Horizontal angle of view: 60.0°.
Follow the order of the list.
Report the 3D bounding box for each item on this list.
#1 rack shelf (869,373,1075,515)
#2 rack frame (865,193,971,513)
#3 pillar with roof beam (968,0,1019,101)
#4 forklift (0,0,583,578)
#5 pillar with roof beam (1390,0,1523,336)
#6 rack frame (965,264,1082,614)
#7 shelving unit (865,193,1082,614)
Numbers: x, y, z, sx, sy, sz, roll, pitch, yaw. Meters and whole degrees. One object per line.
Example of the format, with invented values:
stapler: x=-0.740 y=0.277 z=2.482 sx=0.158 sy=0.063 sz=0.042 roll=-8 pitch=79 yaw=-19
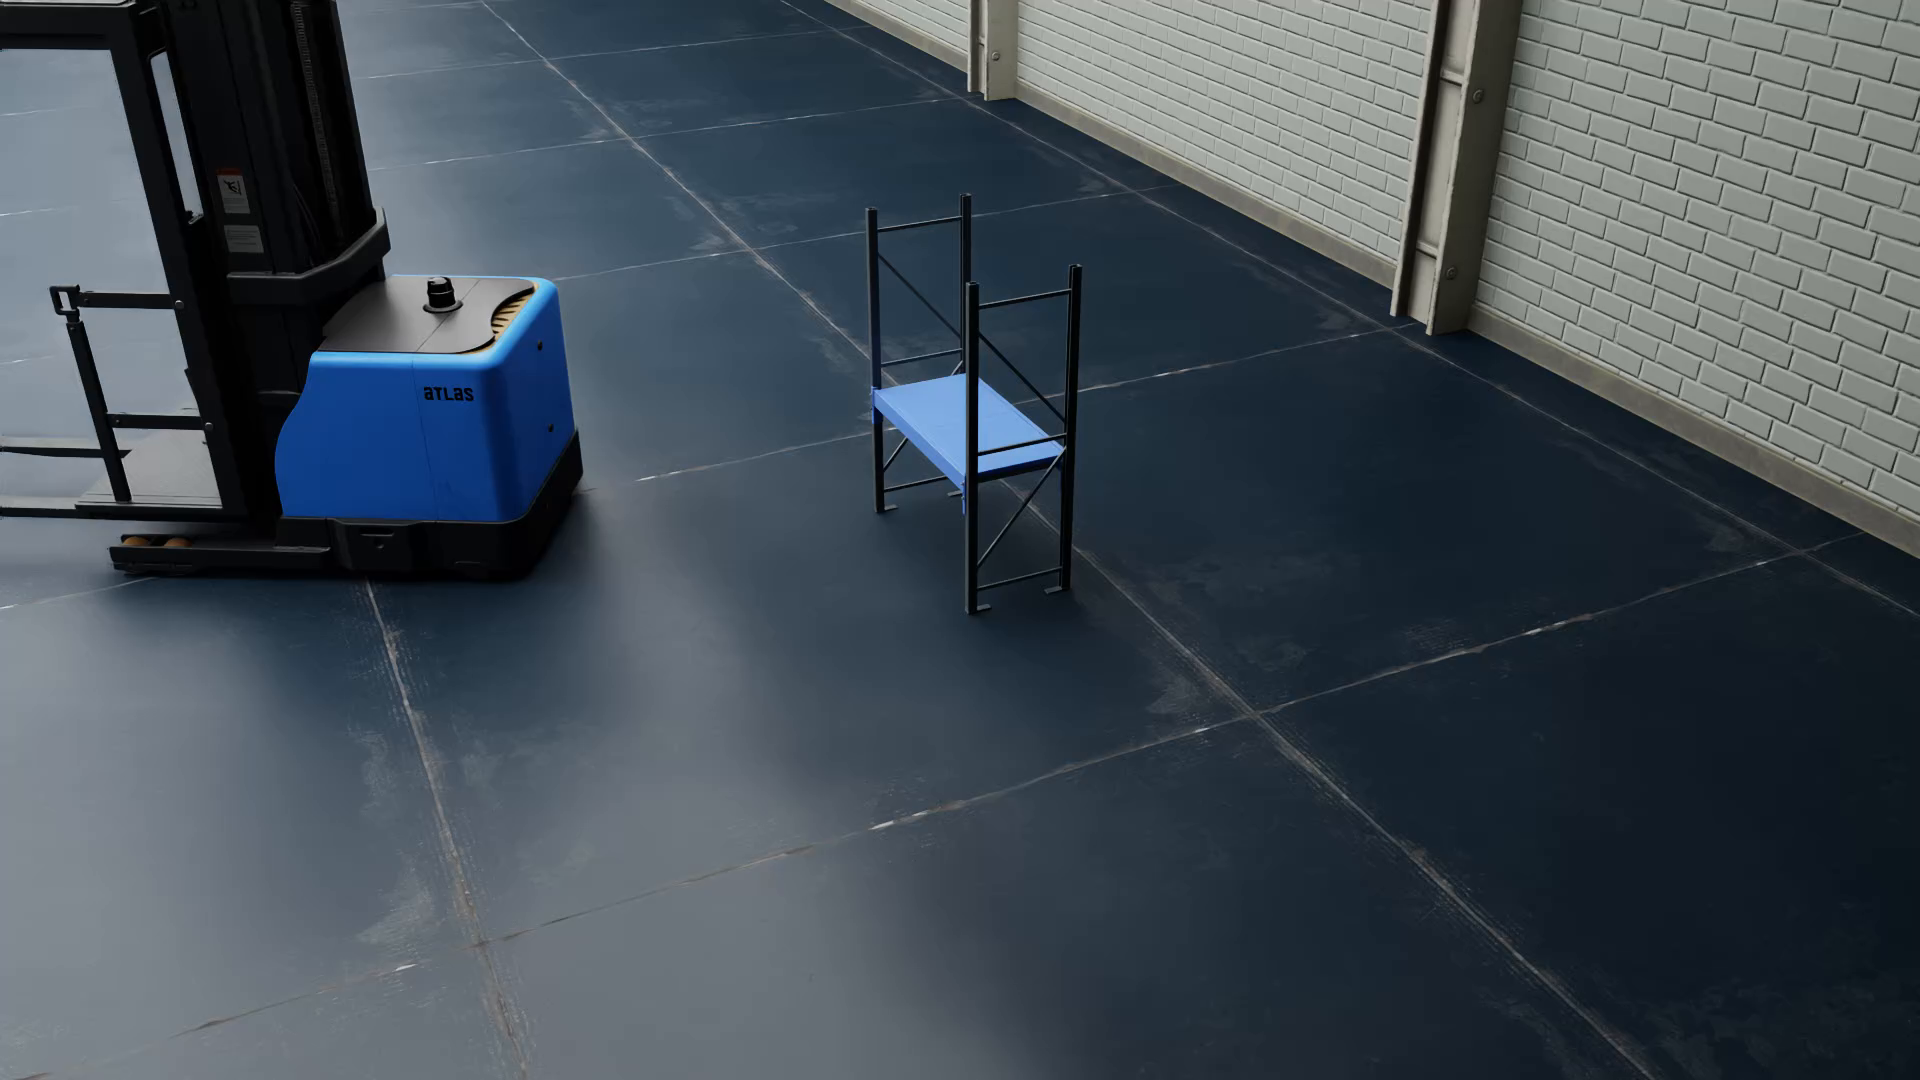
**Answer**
rack shelf: x=0.037 y=-0.460 z=7.404 sx=0.538 sy=0.185 sz=1.000 roll=-13 pitch=32 yaw=-22
rack frame: x=-0.182 y=-0.841 z=7.716 sx=0.500 sy=1.500 sz=0.032 roll=-13 pitch=32 yaw=-22
pillar with roof beam: x=-3.598 y=-7.010 z=11.050 sx=9.100 sy=9.000 sz=0.400 roll=-13 pitch=32 yaw=-22
forklift: x=-3.392 y=-1.374 z=7.203 sx=3.031 sy=2.935 sz=1.130 roll=2 pitch=29 yaw=3
pillar with roof beam: x=-1.022 y=-4.359 z=6.324 sx=9.100 sy=9.000 sz=0.400 roll=-13 pitch=32 yaw=-22
rack frame: x=0.255 y=-0.392 z=6.916 sx=0.500 sy=1.500 sz=0.032 roll=-13 pitch=32 yaw=-22
shelving unit: x=0.037 y=-0.616 z=7.316 sx=0.538 sy=1.500 sz=1.048 roll=-13 pitch=32 yaw=-22
